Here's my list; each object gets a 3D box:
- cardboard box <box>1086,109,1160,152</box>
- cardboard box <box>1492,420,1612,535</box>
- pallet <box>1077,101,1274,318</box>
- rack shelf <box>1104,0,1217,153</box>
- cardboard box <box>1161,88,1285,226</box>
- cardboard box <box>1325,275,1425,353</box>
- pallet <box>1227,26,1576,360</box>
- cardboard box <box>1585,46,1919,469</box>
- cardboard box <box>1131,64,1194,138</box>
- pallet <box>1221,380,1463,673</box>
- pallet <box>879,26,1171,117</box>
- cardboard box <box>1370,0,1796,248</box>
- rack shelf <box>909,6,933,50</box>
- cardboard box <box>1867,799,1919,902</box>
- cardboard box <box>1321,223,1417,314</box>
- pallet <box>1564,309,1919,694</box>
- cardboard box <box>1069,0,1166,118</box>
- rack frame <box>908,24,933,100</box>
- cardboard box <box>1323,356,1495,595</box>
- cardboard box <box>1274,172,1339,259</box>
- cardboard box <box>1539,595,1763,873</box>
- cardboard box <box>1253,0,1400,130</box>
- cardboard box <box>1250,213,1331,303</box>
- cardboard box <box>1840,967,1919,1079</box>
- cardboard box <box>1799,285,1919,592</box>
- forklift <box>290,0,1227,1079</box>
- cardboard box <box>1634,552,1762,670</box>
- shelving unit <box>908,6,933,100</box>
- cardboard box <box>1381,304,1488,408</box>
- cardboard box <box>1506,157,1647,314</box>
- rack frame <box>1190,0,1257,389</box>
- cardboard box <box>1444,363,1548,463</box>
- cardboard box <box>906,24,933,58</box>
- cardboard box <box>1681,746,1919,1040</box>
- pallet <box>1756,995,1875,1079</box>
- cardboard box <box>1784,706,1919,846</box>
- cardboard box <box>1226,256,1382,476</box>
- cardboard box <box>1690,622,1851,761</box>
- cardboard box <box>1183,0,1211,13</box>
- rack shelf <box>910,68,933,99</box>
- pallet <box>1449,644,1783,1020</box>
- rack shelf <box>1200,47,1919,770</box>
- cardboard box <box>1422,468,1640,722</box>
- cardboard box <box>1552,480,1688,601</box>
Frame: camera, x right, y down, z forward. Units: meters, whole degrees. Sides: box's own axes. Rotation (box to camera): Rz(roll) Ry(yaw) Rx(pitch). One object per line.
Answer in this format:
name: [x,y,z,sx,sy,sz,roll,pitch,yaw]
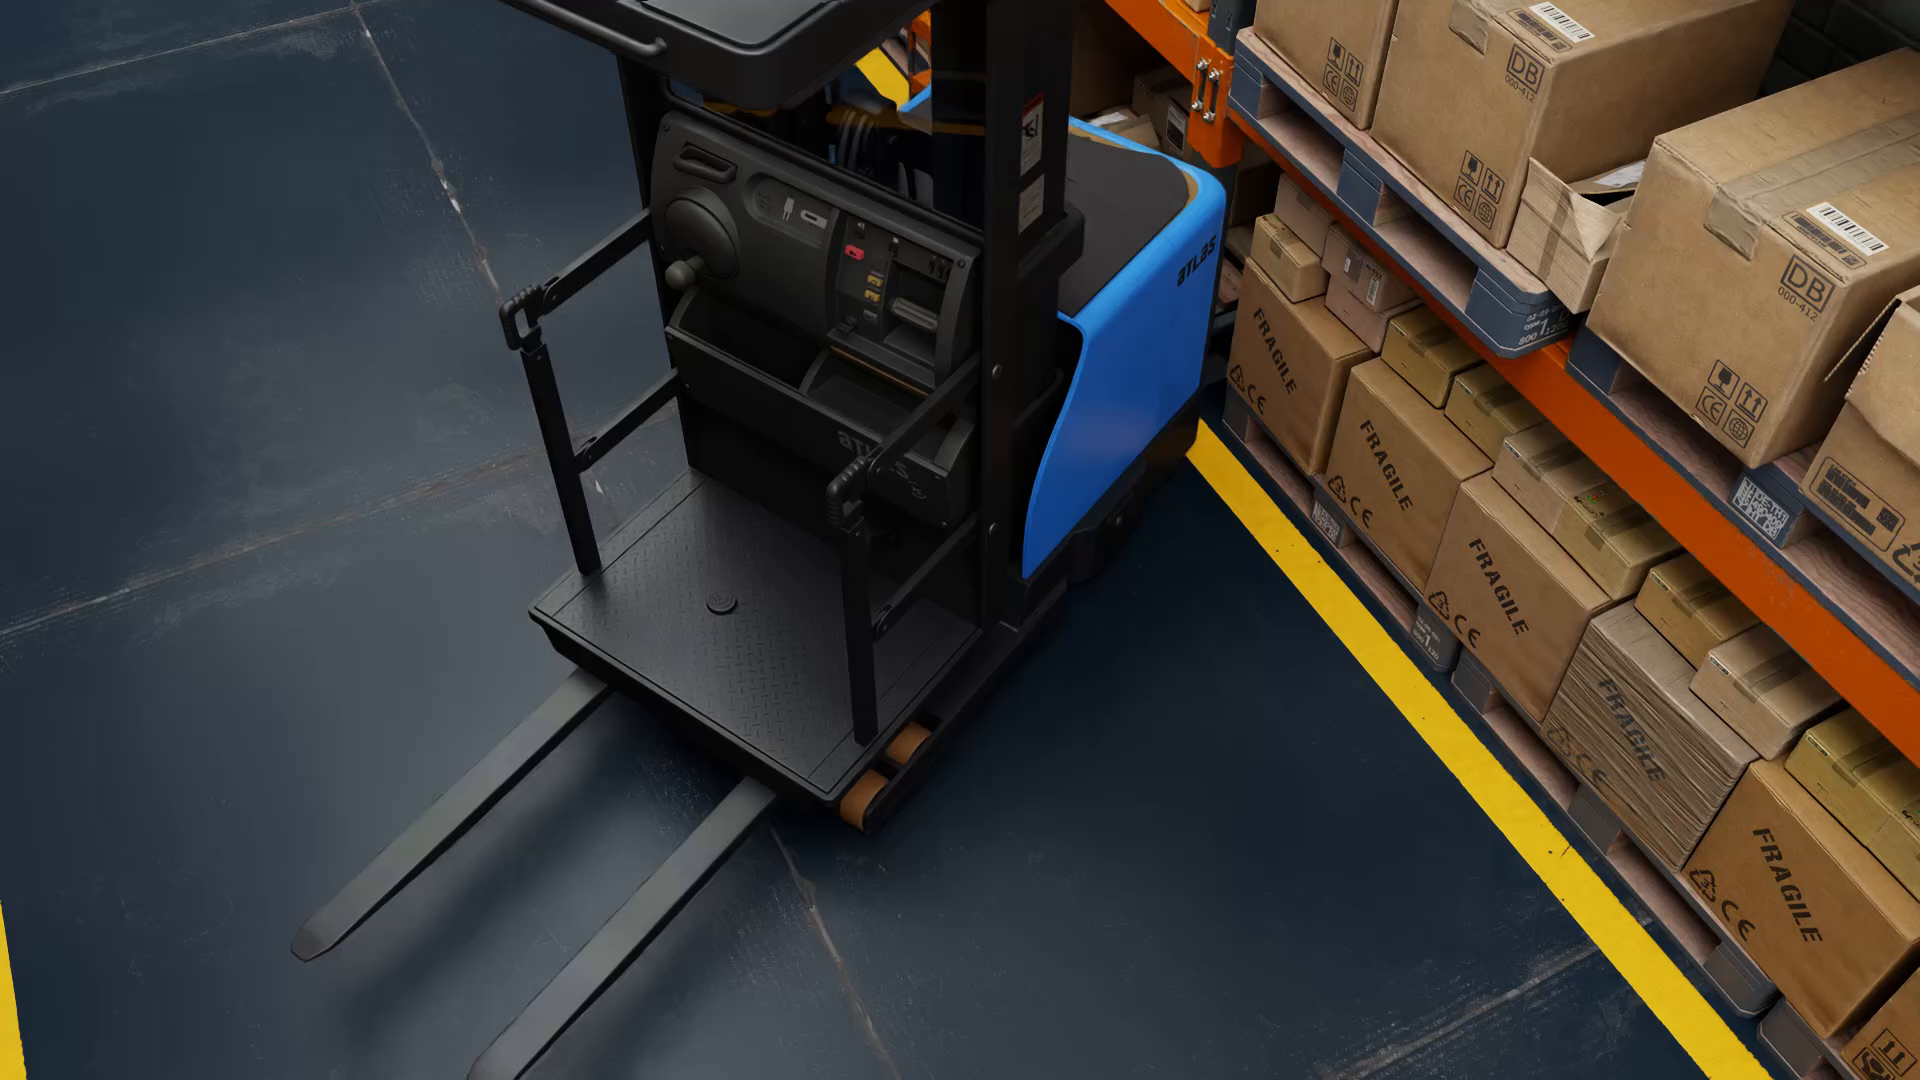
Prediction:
cardboard box: [0.496,-1.440,6.054,0.396,0.266,0.258,-19,52,-16]
cardboard box: [1.645,-0.203,4.386,0.380,0.149,0.250,-21,52,-18]
pallet: [0.862,-1.233,6.189,1.003,0.211,1.213,-21,52,-18]
rack shelf: [0.260,-2.793,6.178,1.077,0.370,4.000,-21,52,-18]
cardboard box: [1.083,-1.468,6.048,0.500,0.311,0.500,-19,52,-16]
cardboard box: [1.299,-0.730,4.846,0.380,0.149,0.250,-22,53,-19]
pallet: [1.444,-1.056,4.308,1.003,0.211,1.213,-21,52,-18]
cardboard box: [1.794,-0.590,3.428,0.700,0.500,0.500,-21,52,-18]
cardboard box: [0.885,-1.705,6.363,0.380,0.149,0.250,-22,52,-18]
pallet: [1.581,-0.242,5.321,1.003,0.211,1.213,-21,52,-18]
pallet: [0.300,-2.051,6.904,1.003,0.211,1.213,-21,52,-18]
cardboard box: [1.435,-1.115,3.887,0.700,0.500,0.500,-21,52,-17]
rack shelf: [0.082,-1.571,5.305,0.258,0.148,0.480,-31,56,-24]
cardboard box: [2.241,0.658,3.633,0.380,0.149,0.250,-20,52,-16]
cardboard box: [1.265,-0.829,4.735,0.380,0.149,0.250,-24,53,-19]
pallet: [2.112,-0.251,3.604,1.003,0.211,1.213,-21,52,-18]
cardboard box: [0.372,-1.962,6.354,0.700,0.500,0.500,-23,53,-19]
rack frame: [-0.069,-1.456,5.727,0.240,1.200,0.015,-31,56,-24]
cardboard box: [1.449,-0.252,4.860,0.500,0.500,0.500,-22,52,-18]
cardboard box: [1.157,-1.007,4.891,0.380,0.149,0.250,-22,52,-18]
cardboard box: [1.906,0.432,4.261,0.500,0.500,0.500,-23,53,-19]
cardboard box: [1.198,-1.462,4.190,0.700,0.500,0.500,-20,52,-17]
cardboard box: [1.103,-0.888,4.985,0.380,0.149,0.250,-19,51,-16]
cardboard box: [2.402,1.123,3.657,0.500,0.500,0.500,-22,52,-18]
cardboard box: [2.095,-0.215,3.098,0.797,0.503,0.637,-22,52,-18]
forklift: [-0.491,-0.594,3.822,1.130,2.935,3.031,28,55,23]
cardboard box: [1.906,0.134,4.090,0.380,0.149,0.250,-21,52,-17]
shelving unit: [0.082,-1.312,5.600,0.258,1.200,0.503,-31,56,-24]
cardboard box: [1.426,-0.562,4.699,0.380,0.149,0.250,-24,53,-19]
cardboard box: [1.470,-0.723,3.700,0.396,0.266,0.258,-19,51,-16]
rack frame: [1.176,-1.691,4.737,1.000,3.000,0.127,-21,52,-18]
cardboard box: [1.564,-0.383,4.543,0.380,0.149,0.250,-22,52,-18]
cardboard box: [0.050,-2.268,6.623,0.500,0.500,0.500,-20,52,-17]
cardboard box: [2.160,0.774,3.962,0.500,0.500,0.500,-19,52,-16]
pallet: [2.698,1.391,3.893,1.003,0.211,1.213,-21,52,-18]
cardboard box: [2.126,0.491,3.778,0.380,0.149,0.250,-22,52,-18]
cardboard box: [1.197,-0.605,5.168,0.500,0.500,0.500,-19,52,-16]
cardboard box: [1.973,0.316,3.931,0.380,0.149,0.250,-23,53,-19]
cardboard box: [0.805,-1.735,4.942,0.380,0.149,0.250,-21,52,-17]
rack shelf: [0.082,-1.415,5.483,0.258,0.148,0.480,-31,56,-24]
pallet: [2.144,0.576,4.606,1.003,0.211,1.213,-21,52,-18]
rack shelf: [2.091,-0.116,3.837,1.077,0.370,4.000,-21,52,-18]
cardboard box: [1.674,0.083,4.566,0.500,0.500,0.500,-23,53,-19]
cardboard box: [1.756,-0.036,4.240,0.380,0.149,0.250,-19,52,-16]
